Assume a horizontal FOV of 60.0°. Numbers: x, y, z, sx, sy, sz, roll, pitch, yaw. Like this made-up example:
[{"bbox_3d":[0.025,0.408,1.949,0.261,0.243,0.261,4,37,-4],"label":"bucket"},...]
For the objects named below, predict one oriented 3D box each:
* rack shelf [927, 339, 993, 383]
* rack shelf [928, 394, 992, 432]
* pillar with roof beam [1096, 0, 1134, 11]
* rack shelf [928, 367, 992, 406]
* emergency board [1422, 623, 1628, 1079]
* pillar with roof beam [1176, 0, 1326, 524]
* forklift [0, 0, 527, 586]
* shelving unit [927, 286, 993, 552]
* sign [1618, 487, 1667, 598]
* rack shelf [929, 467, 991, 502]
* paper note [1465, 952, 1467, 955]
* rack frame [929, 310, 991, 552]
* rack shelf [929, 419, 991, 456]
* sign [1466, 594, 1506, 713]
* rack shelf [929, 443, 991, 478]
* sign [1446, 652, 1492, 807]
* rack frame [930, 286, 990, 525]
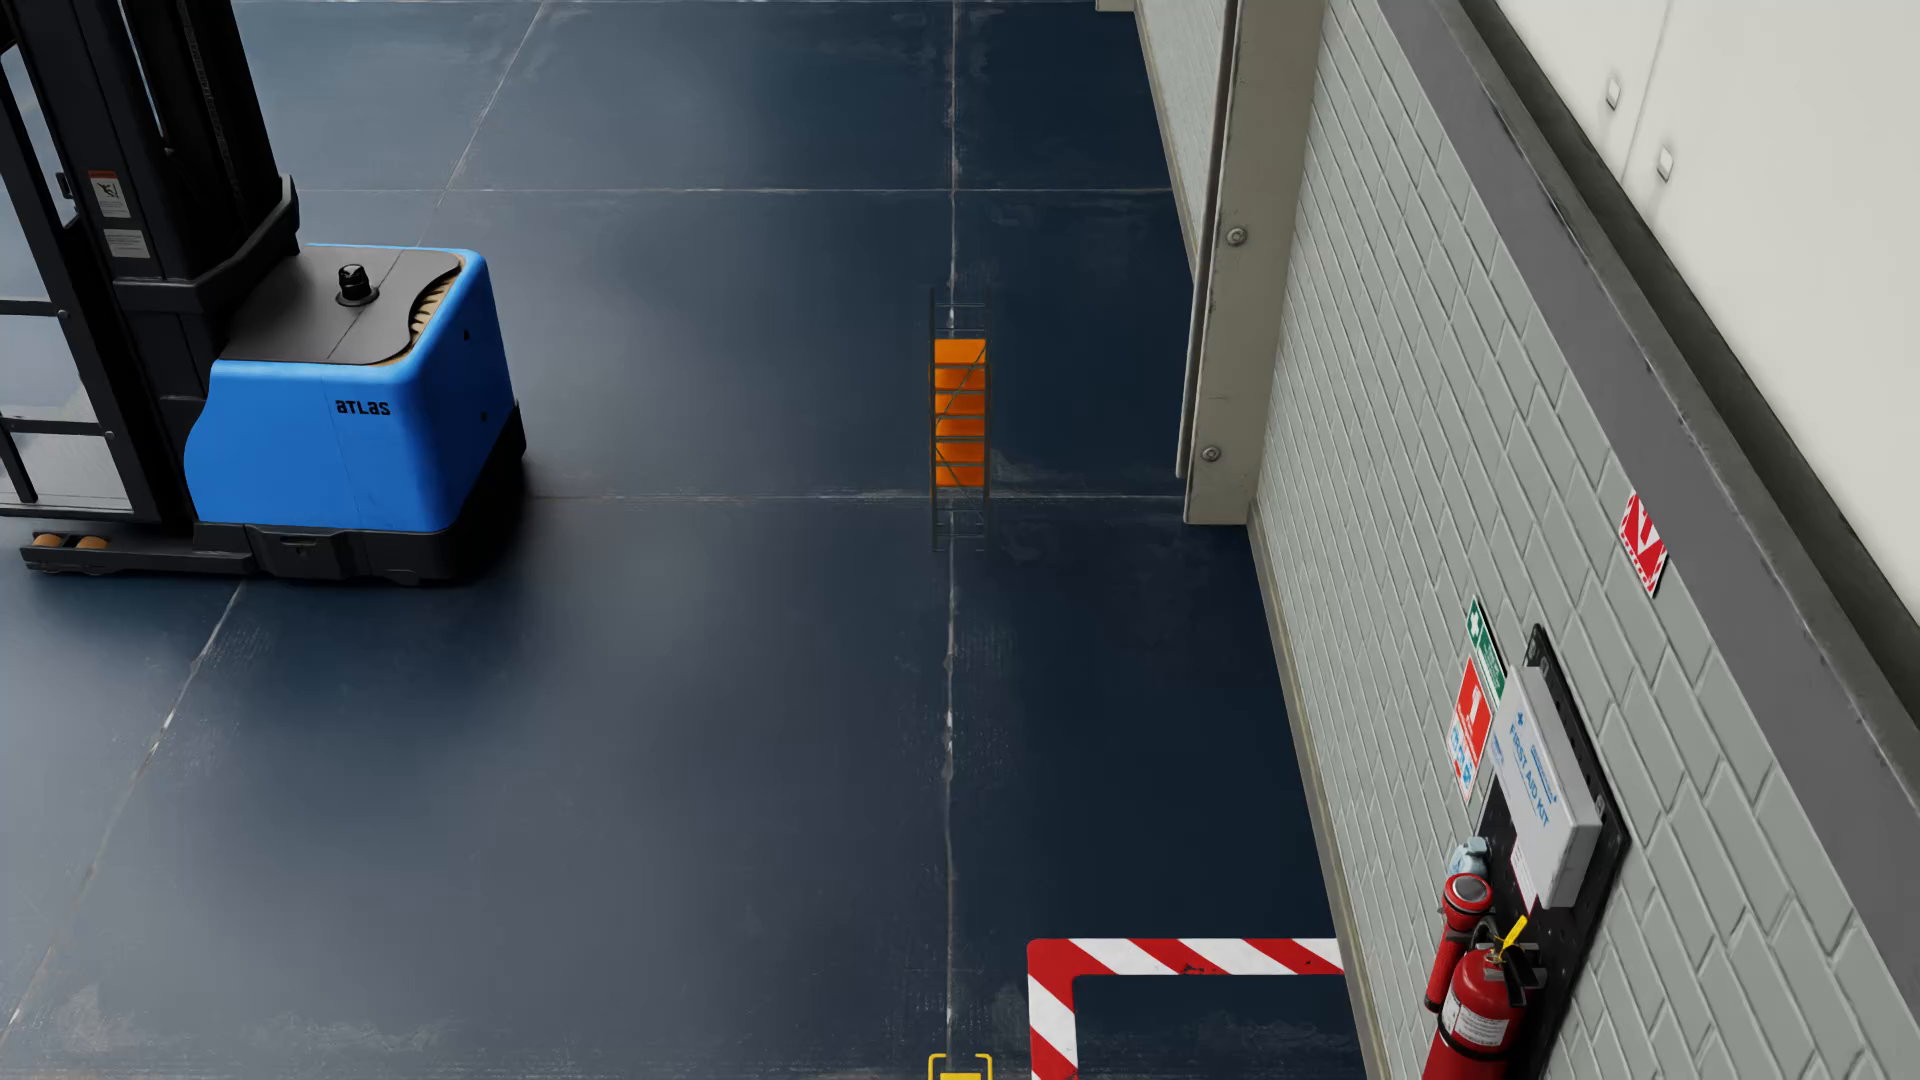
[{"bbox_3d":[0.000,-0.724,6.689,0.258,0.103,0.180,0,39,0],"label":"rack shelf"},{"bbox_3d":[0.000,-0.536,6.839,0.258,0.103,0.180,0,39,0],"label":"rack shelf"},{"bbox_3d":[-3.166,-7.455,9.357,9.100,9.000,0.400,0,39,0],"label":"pillar with roof beam"},{"bbox_3d":[0.000,-0.630,6.764,0.258,0.103,0.180,0,39,0],"label":"rack shelf"},{"bbox_3d":[1.188,0.842,3.801,0.194,1.169,0.643,0,39,0],"label":"emergency board"},{"bbox_3d":[-3.160,-3.703,4.675,9.100,9.000,0.400,0,39,0],"label":"pillar with roof beam"},{"bbox_3d":[-3.542,-1.320,6.553,3.031,2.935,1.130,3,39,4],"label":"forklift"},{"bbox_3d":[0.000,-0.477,6.886,0.258,1.200,0.189,0,39,0],"label":"shelving unit"},{"bbox_3d":[1.287,-0.068,3.082,0.001,0.298,0.199,0,39,0],"label":"sign"},{"bbox_3d":[0.000,-0.255,7.064,0.258,0.103,0.180,0,39,0],"label":"rack shelf"},{"bbox_3d":[1.257,1.075,4.215,0.016,0.148,0.142,0,39,0],"label":"paper note"},{"bbox_3d":[0.000,-0.420,6.815,0.240,1.200,0.006,0,39,0],"label":"rack frame"},{"bbox_3d":[0.000,-0.443,6.914,0.258,0.103,0.180,0,39,0],"label":"rack shelf"},{"bbox_3d":[1.281,0.278,4.052,0.001,0.109,0.331,0,39,0],"label":"sign"},{"bbox_3d":[0.000,-0.349,6.989,0.258,0.103,0.180,0,39,0],"label":"rack shelf"},{"bbox_3d":[1.290,0.482,4.221,0.001,0.329,0.234,0,39,0],"label":"sign"},{"bbox_3d":[0.000,-0.534,6.957,0.240,1.200,0.006,0,39,0],"label":"rack frame"}]
